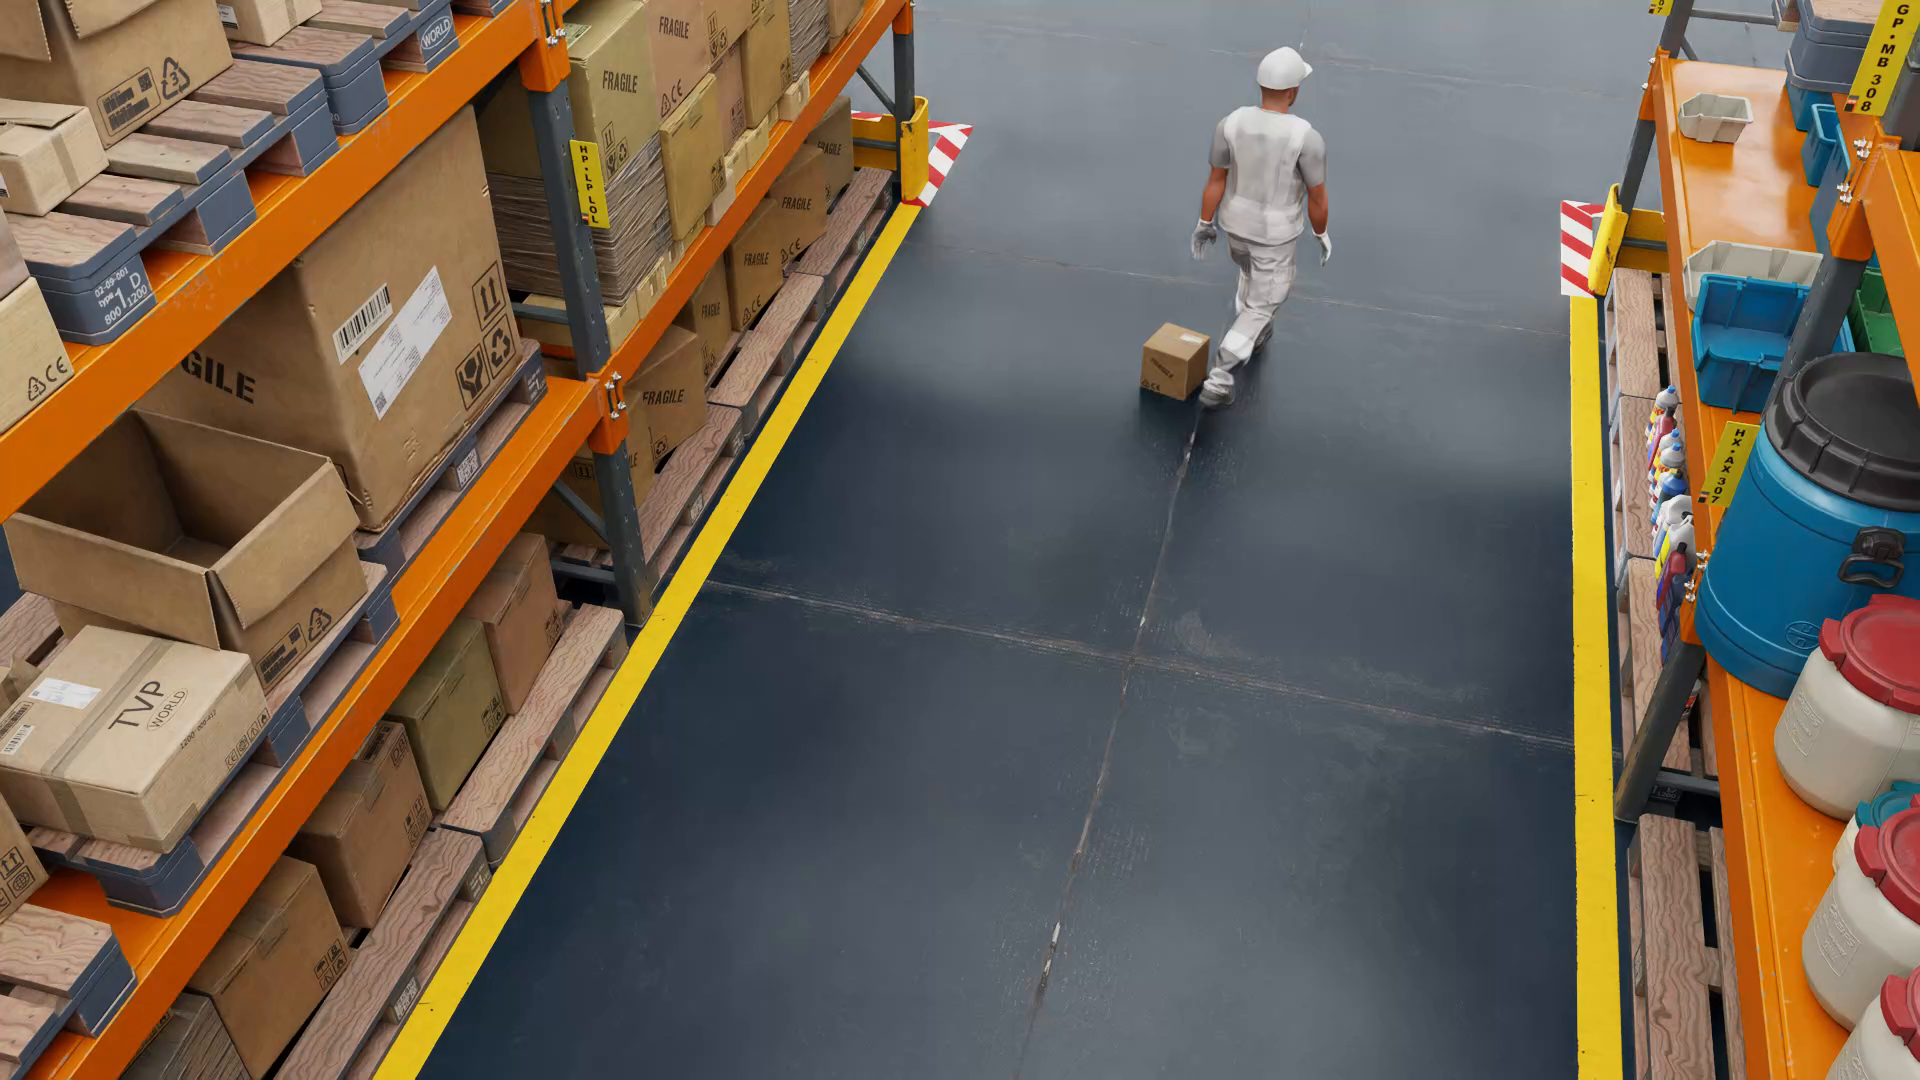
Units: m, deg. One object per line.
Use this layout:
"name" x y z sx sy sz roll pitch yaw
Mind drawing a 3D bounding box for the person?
"person" 1.433 -1.464 7.852 0.614 1.748 1.028 25 46 26
